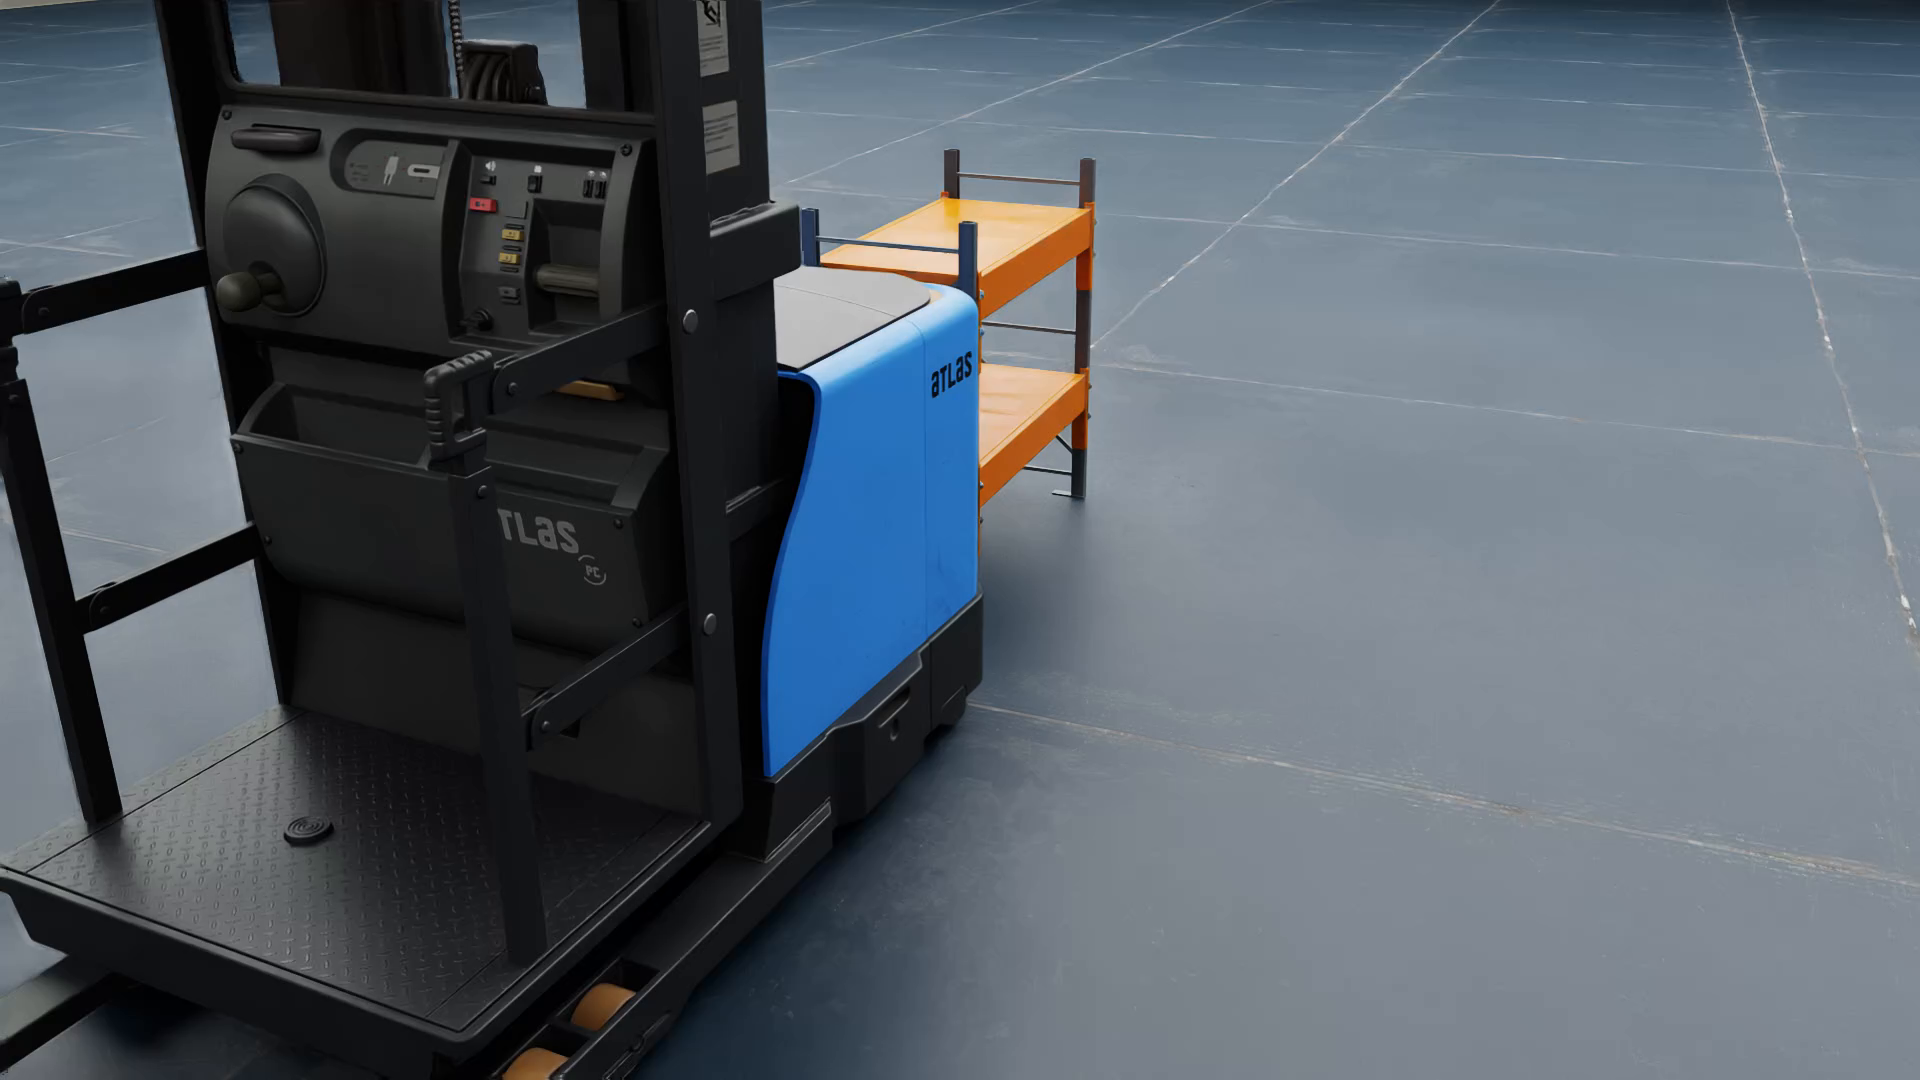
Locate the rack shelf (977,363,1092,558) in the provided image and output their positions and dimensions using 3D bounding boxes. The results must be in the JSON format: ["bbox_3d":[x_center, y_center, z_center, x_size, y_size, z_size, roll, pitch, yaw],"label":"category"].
[{"bbox_3d":[-0.003,-0.291,5.122,0.538,0.278,1.000,9,24,20],"label":"rack shelf"}]

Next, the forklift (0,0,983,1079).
[{"bbox_3d":[-1.033,-0.519,2.689,1.130,2.935,3.031,10,25,23],"label":"forklift"}]

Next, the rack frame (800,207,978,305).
[{"bbox_3d":[-0.191,-0.335,4.592,0.500,1.125,0.032,9,24,20],"label":"rack frame"}]

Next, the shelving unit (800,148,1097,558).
[{"bbox_3d":[-0.003,-0.517,5.027,0.538,1.125,1.048,9,24,20],"label":"shelving unit"}]

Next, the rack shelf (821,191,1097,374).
[{"bbox_3d":[-0.003,-0.787,4.915,0.538,0.278,1.000,9,24,20],"label":"rack shelf"}]

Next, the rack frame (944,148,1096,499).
[{"bbox_3d":[0.186,-0.699,5.463,0.500,1.125,0.032,9,24,20],"label":"rack frame"}]
